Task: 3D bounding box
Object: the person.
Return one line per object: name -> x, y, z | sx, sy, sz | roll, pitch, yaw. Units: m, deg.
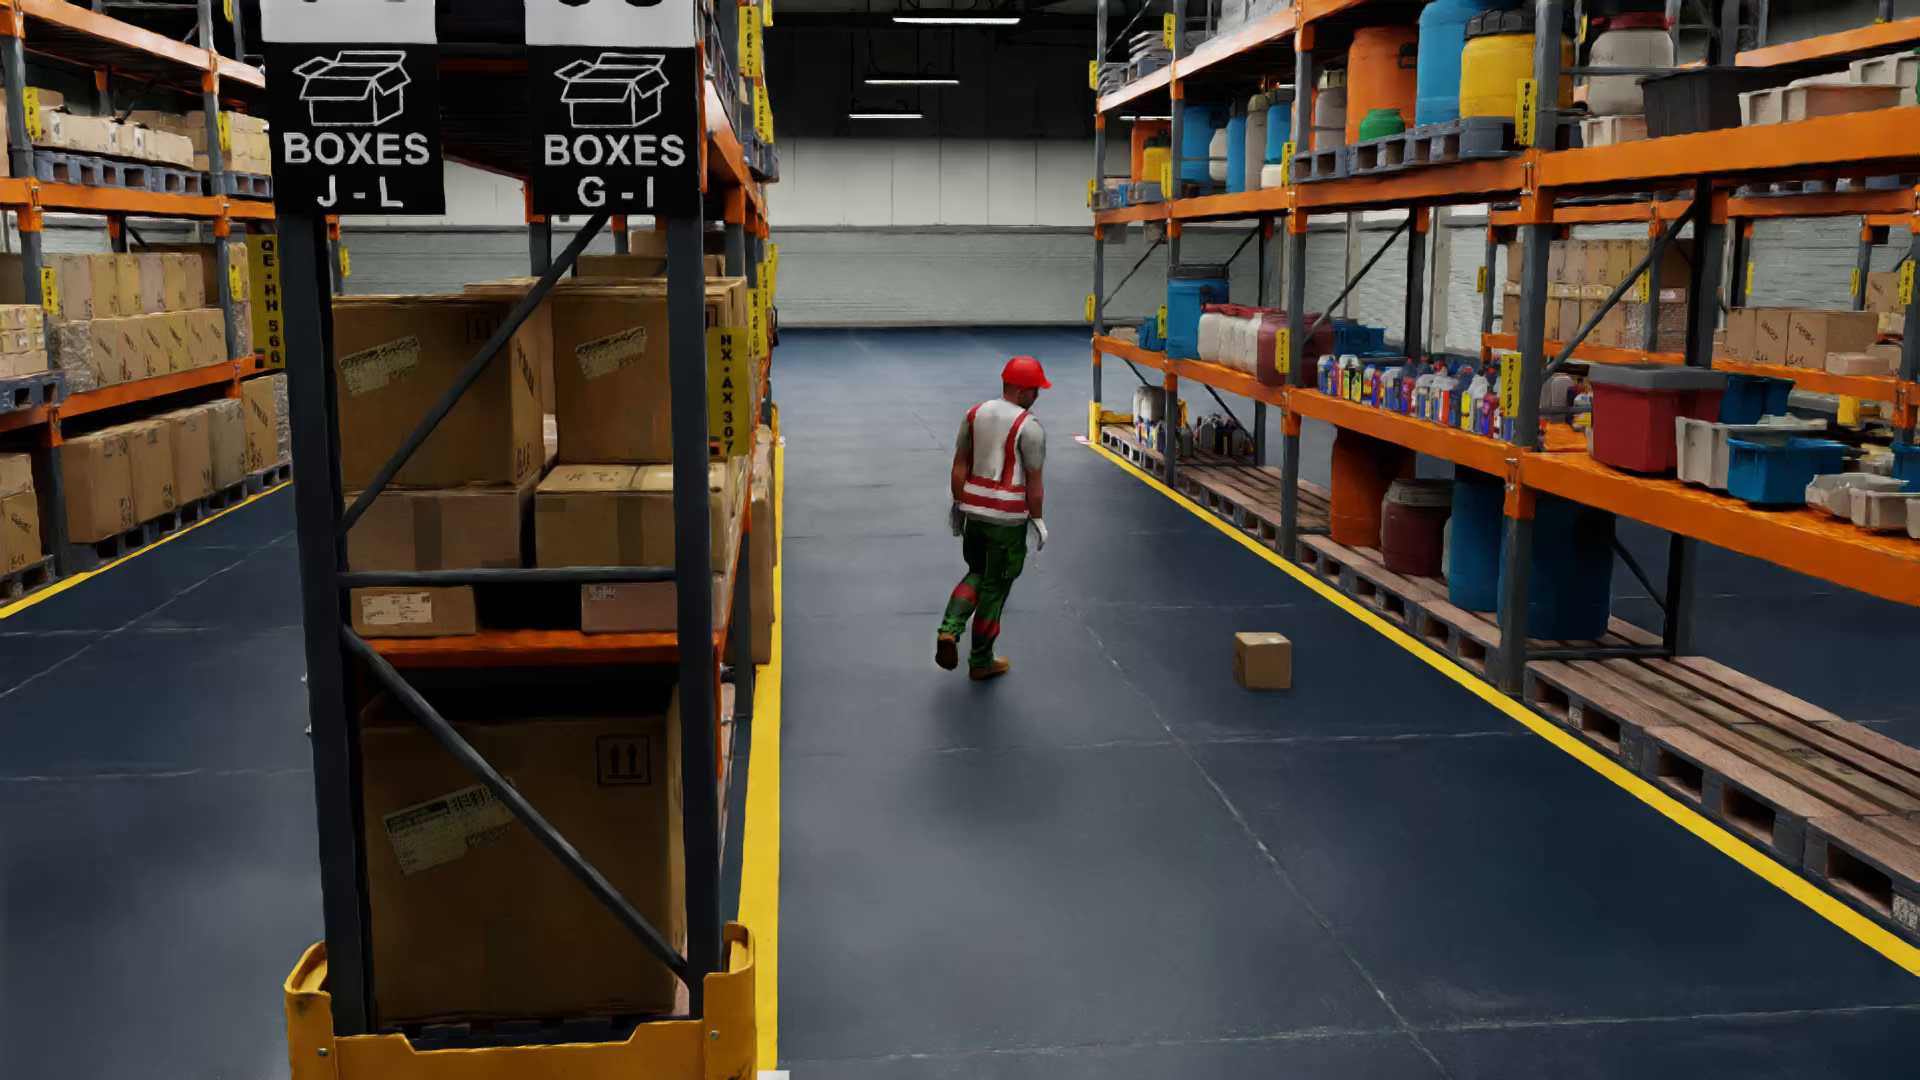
person -> 0.178, -0.107, 8.957 | 0.613, 1.765, 0.497 | 7, 12, 36
